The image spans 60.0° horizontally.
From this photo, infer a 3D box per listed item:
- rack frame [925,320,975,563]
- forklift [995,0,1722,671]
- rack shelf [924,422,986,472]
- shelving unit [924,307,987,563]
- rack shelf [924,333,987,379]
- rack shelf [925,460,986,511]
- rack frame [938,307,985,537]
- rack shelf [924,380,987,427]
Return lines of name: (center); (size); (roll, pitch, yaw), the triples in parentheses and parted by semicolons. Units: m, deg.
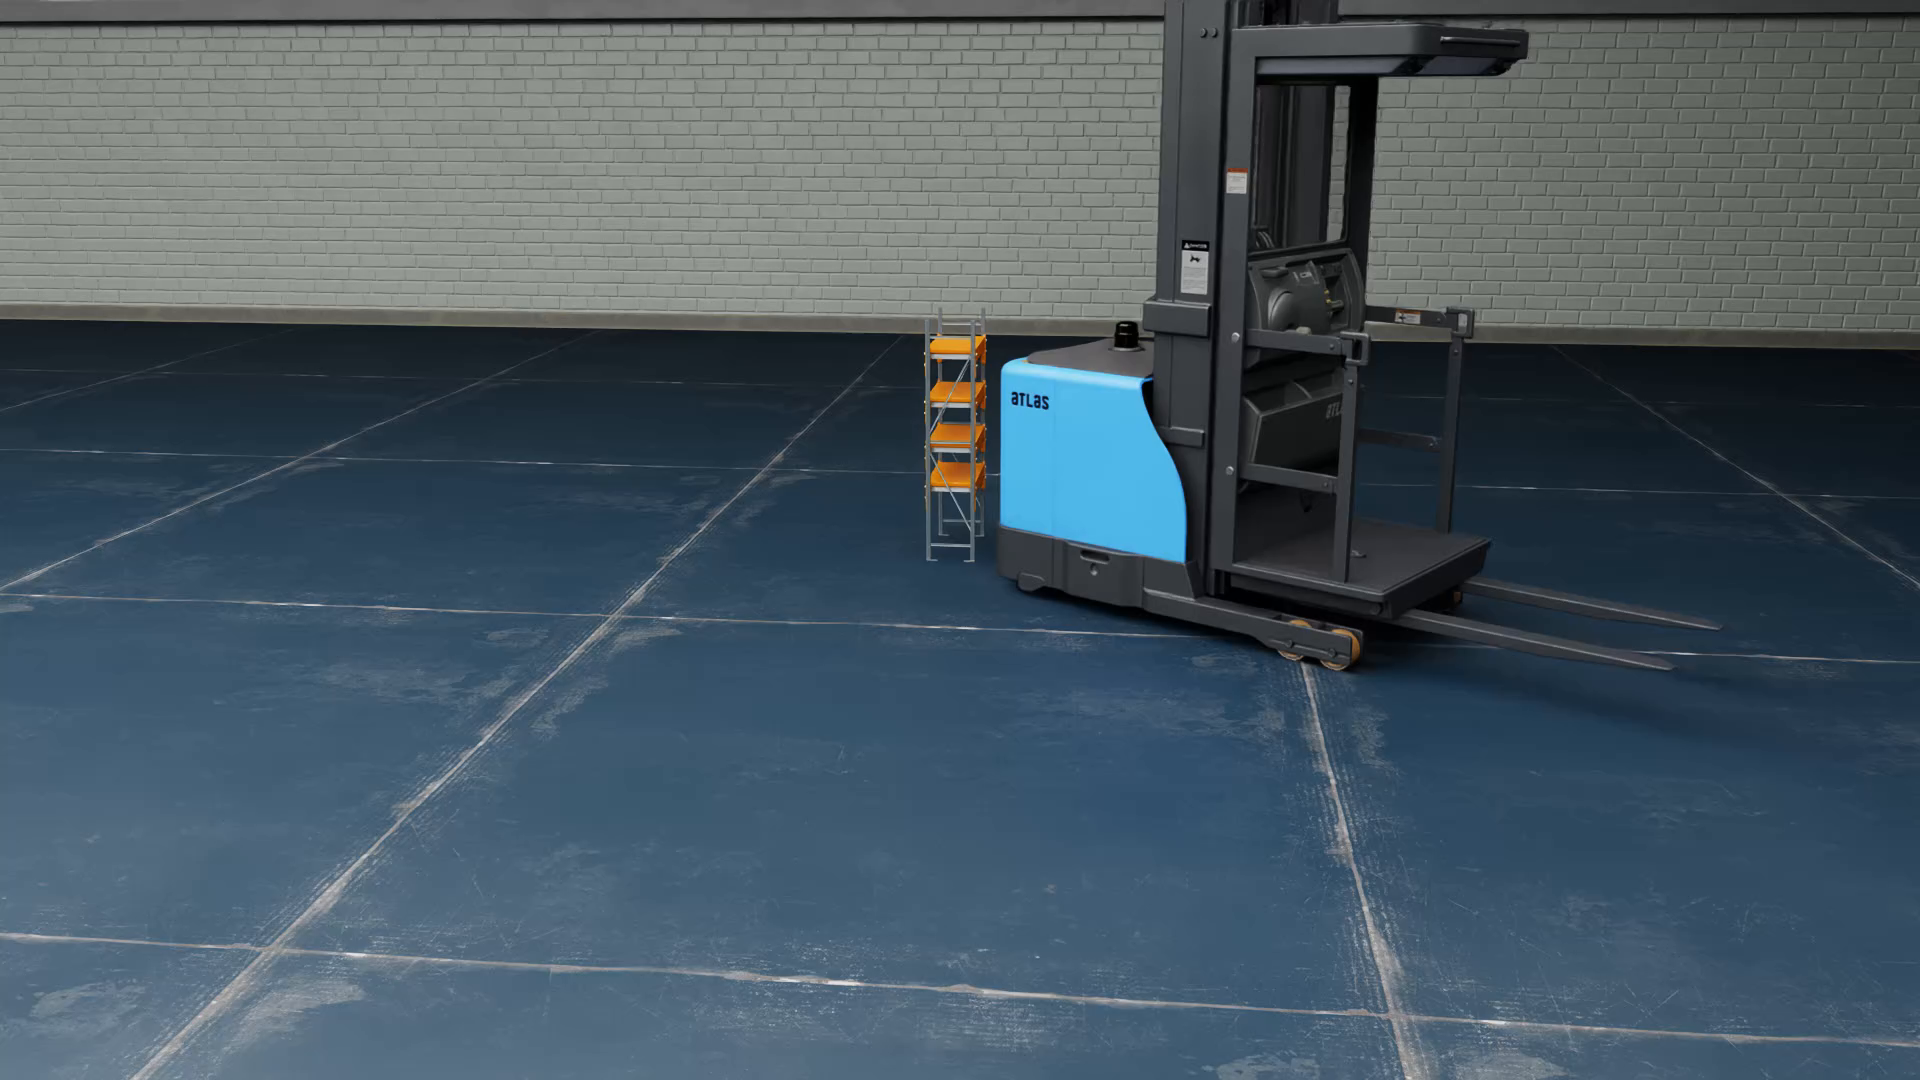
rack frame: (-0.046, -0.473, 8.113); (0.240, 1.200, 0.015); (2, 15, 6)
forklift: (1.625, -1.045, 6.912); (3.031, 2.935, 1.130); (12, 19, 38)
rack shelf: (-0.019, -0.471, 8.364); (0.258, 0.148, 0.480); (2, 15, 6)
shelving unit: (-0.019, -0.536, 8.347); (0.258, 1.200, 0.503); (2, 15, 6)
rack shelf: (-0.019, -0.916, 8.244); (0.258, 0.148, 0.480); (2, 15, 6)
rack shelf: (-0.019, -0.280, 8.416); (0.258, 0.148, 0.480); (2, 15, 6)
rack frame: (0.009, -0.600, 8.581); (0.240, 1.200, 0.015); (2, 15, 6)
rack shelf: (-0.019, -0.687, 8.306); (0.258, 0.148, 0.480); (2, 15, 6)
